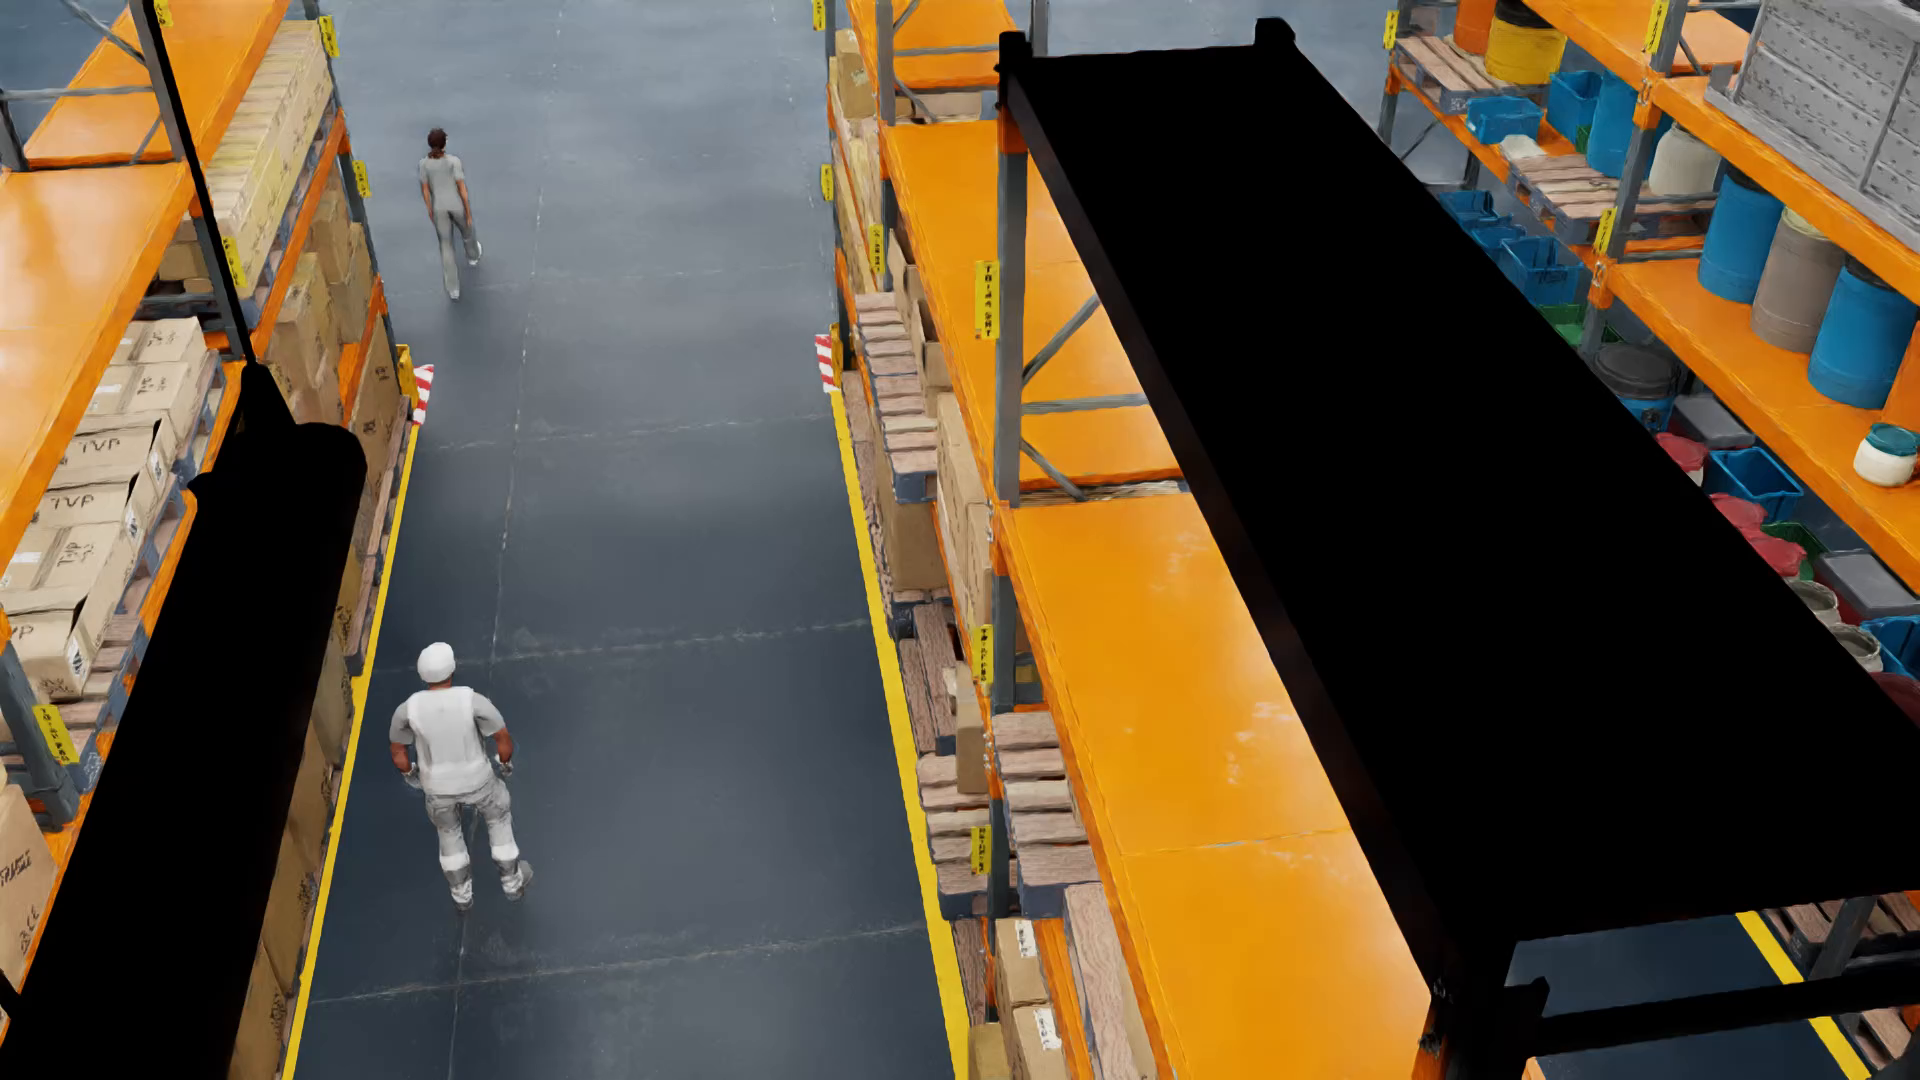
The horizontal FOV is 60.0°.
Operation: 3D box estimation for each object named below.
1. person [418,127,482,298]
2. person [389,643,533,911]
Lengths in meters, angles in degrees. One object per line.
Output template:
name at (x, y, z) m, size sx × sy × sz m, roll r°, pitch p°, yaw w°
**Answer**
person at (-5.123, -3.344, 16.637) m, size 0.445 × 1.591 × 1.110 m, roll -7°, pitch 37°, yaw -9°
person at (-2.907, 1.361, 9.665) m, size 0.677 × 1.726 × 0.549 m, roll -6°, pitch 37°, yaw -8°
